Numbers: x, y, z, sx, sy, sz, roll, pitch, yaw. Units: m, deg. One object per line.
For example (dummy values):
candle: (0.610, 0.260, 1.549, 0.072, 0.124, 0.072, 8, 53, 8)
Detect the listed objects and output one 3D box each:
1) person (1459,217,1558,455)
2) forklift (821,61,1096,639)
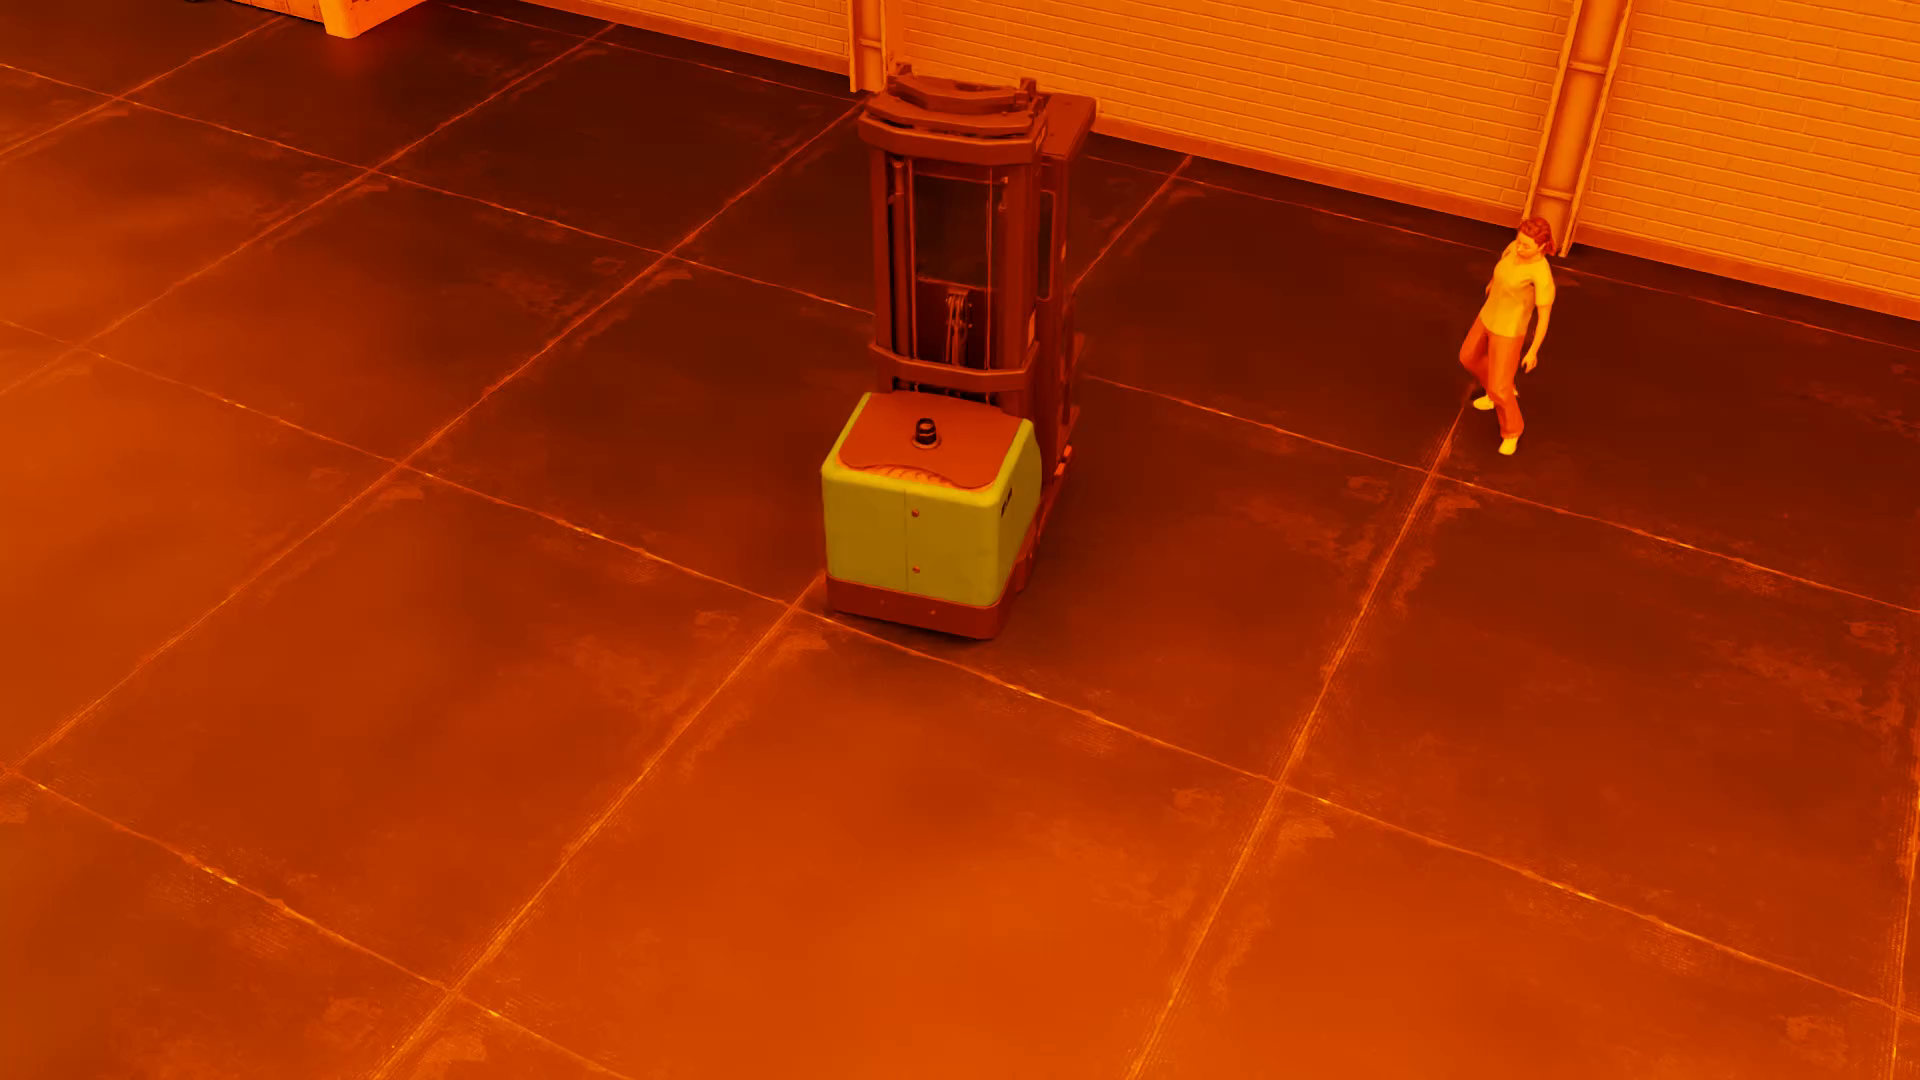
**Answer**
person: (3.576, -1.418, 10.716, 0.477, 1.593, 0.813, -7, 41, -8)
forklift: (0.125, -1.514, 9.784, 1.130, 2.935, 3.031, 11, 41, 12)
